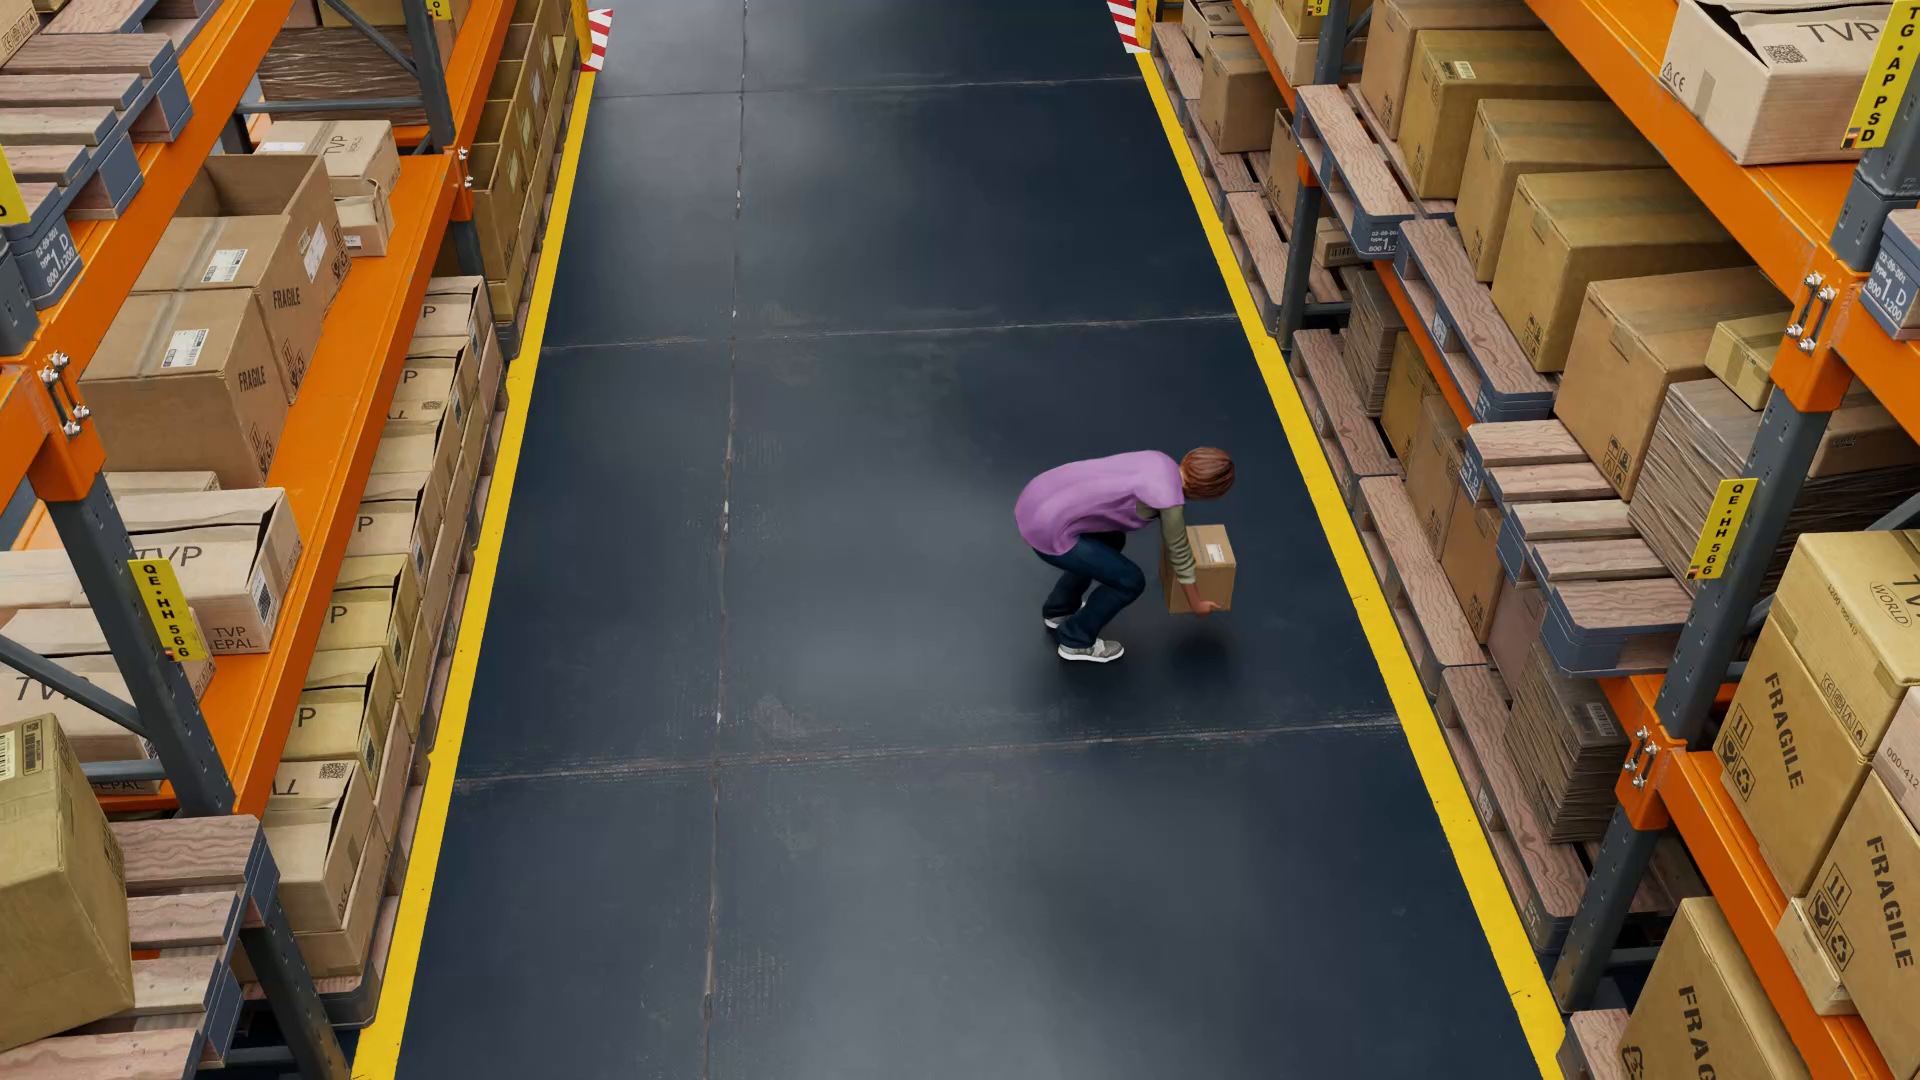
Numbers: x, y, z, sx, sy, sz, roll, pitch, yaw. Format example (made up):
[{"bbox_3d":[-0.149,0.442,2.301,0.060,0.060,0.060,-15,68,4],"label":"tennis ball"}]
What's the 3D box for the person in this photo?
[{"bbox_3d":[0.640,0.052,6.642,0.862,0.905,0.424,-5,40,-6],"label":"person"}]
